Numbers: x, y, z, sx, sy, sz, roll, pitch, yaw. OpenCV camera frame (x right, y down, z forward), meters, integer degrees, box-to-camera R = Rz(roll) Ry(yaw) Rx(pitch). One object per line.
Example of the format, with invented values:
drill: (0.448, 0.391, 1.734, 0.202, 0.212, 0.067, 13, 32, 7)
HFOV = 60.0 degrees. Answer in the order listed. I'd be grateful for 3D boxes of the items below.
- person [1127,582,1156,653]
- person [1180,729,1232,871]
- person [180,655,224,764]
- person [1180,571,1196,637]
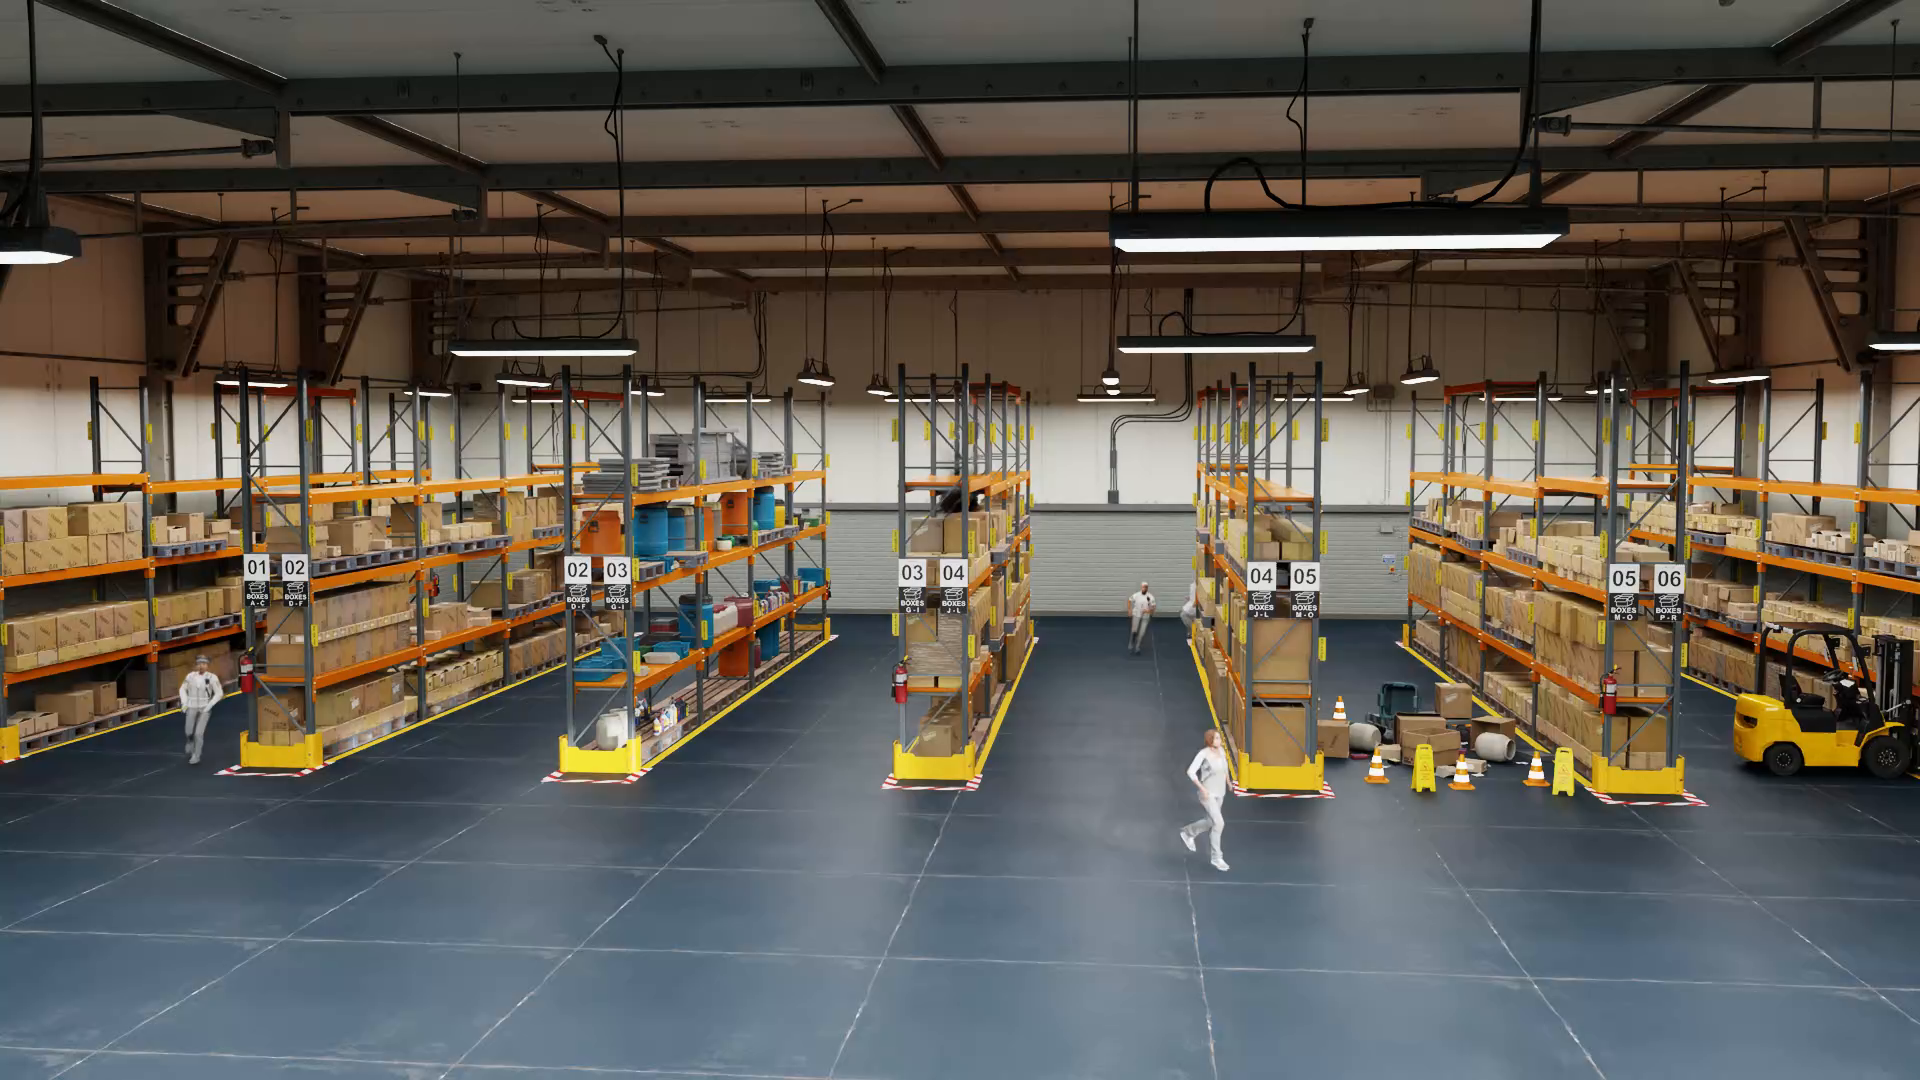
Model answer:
person: (4.137, 1.768, 37.819, 0.632, 1.613, 0.554, 0, 4, 1)
person: (2.858, 2.970, 19.307, 0.538, 1.607, 0.752, -3, 5, -42)
person: (-11.581, 2.571, 25.395, 0.634, 1.674, 0.545, -1, 4, -15)
person: (5.757, 1.562, 40.777, 0.683, 1.697, 0.797, 1, 4, 19)
